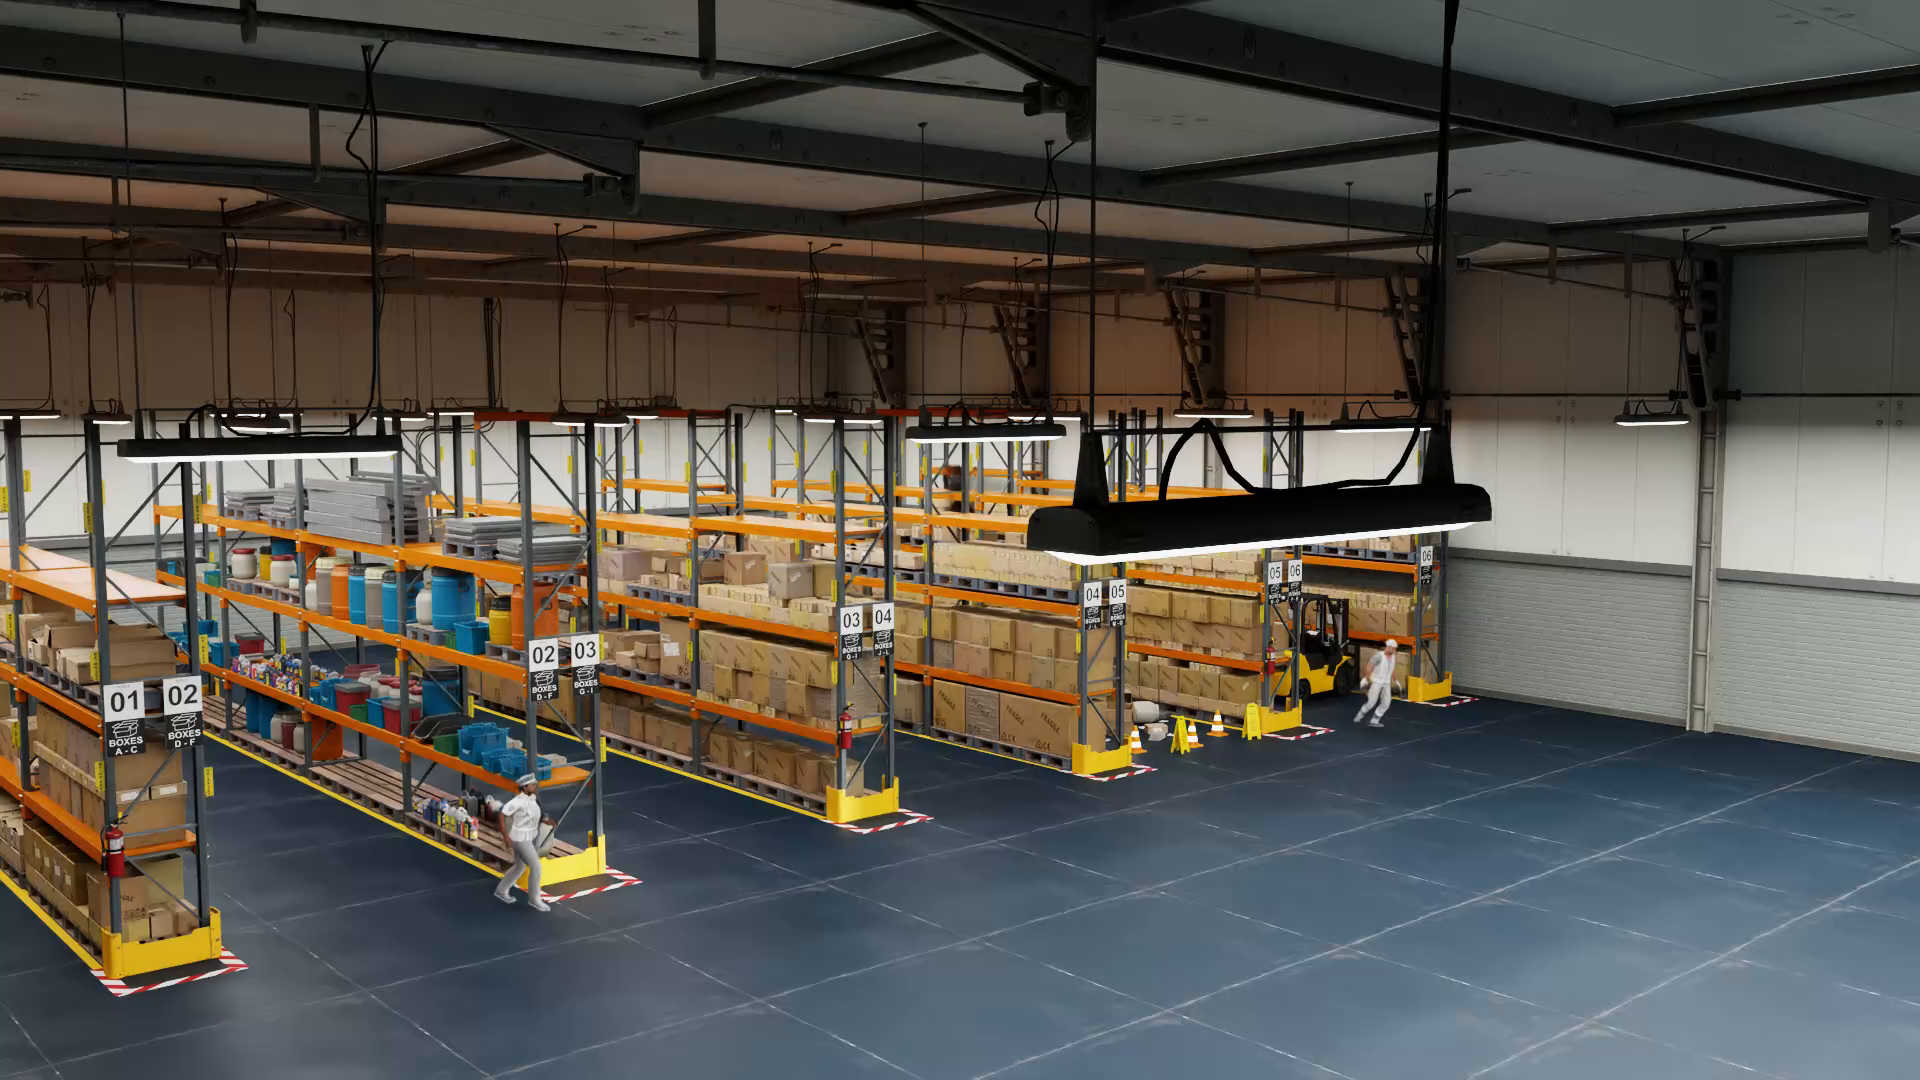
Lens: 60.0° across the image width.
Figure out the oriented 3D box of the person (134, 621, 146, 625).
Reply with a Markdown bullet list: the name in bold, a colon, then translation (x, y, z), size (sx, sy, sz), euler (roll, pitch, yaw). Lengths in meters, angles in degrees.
- **person**: translation (-16.887, 2.529, 33.900), size (0.653, 1.681, 0.705), euler (4, 6, 35)

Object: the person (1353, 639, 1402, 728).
- **person**: translation (7.934, 2.705, 31.510), size (0.826, 1.700, 0.694), euler (-3, 6, -27)

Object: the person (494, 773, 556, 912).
- **person**: translation (-5.374, 3.699, 20.444), size (0.797, 1.697, 0.588), euler (1, 5, 7)
